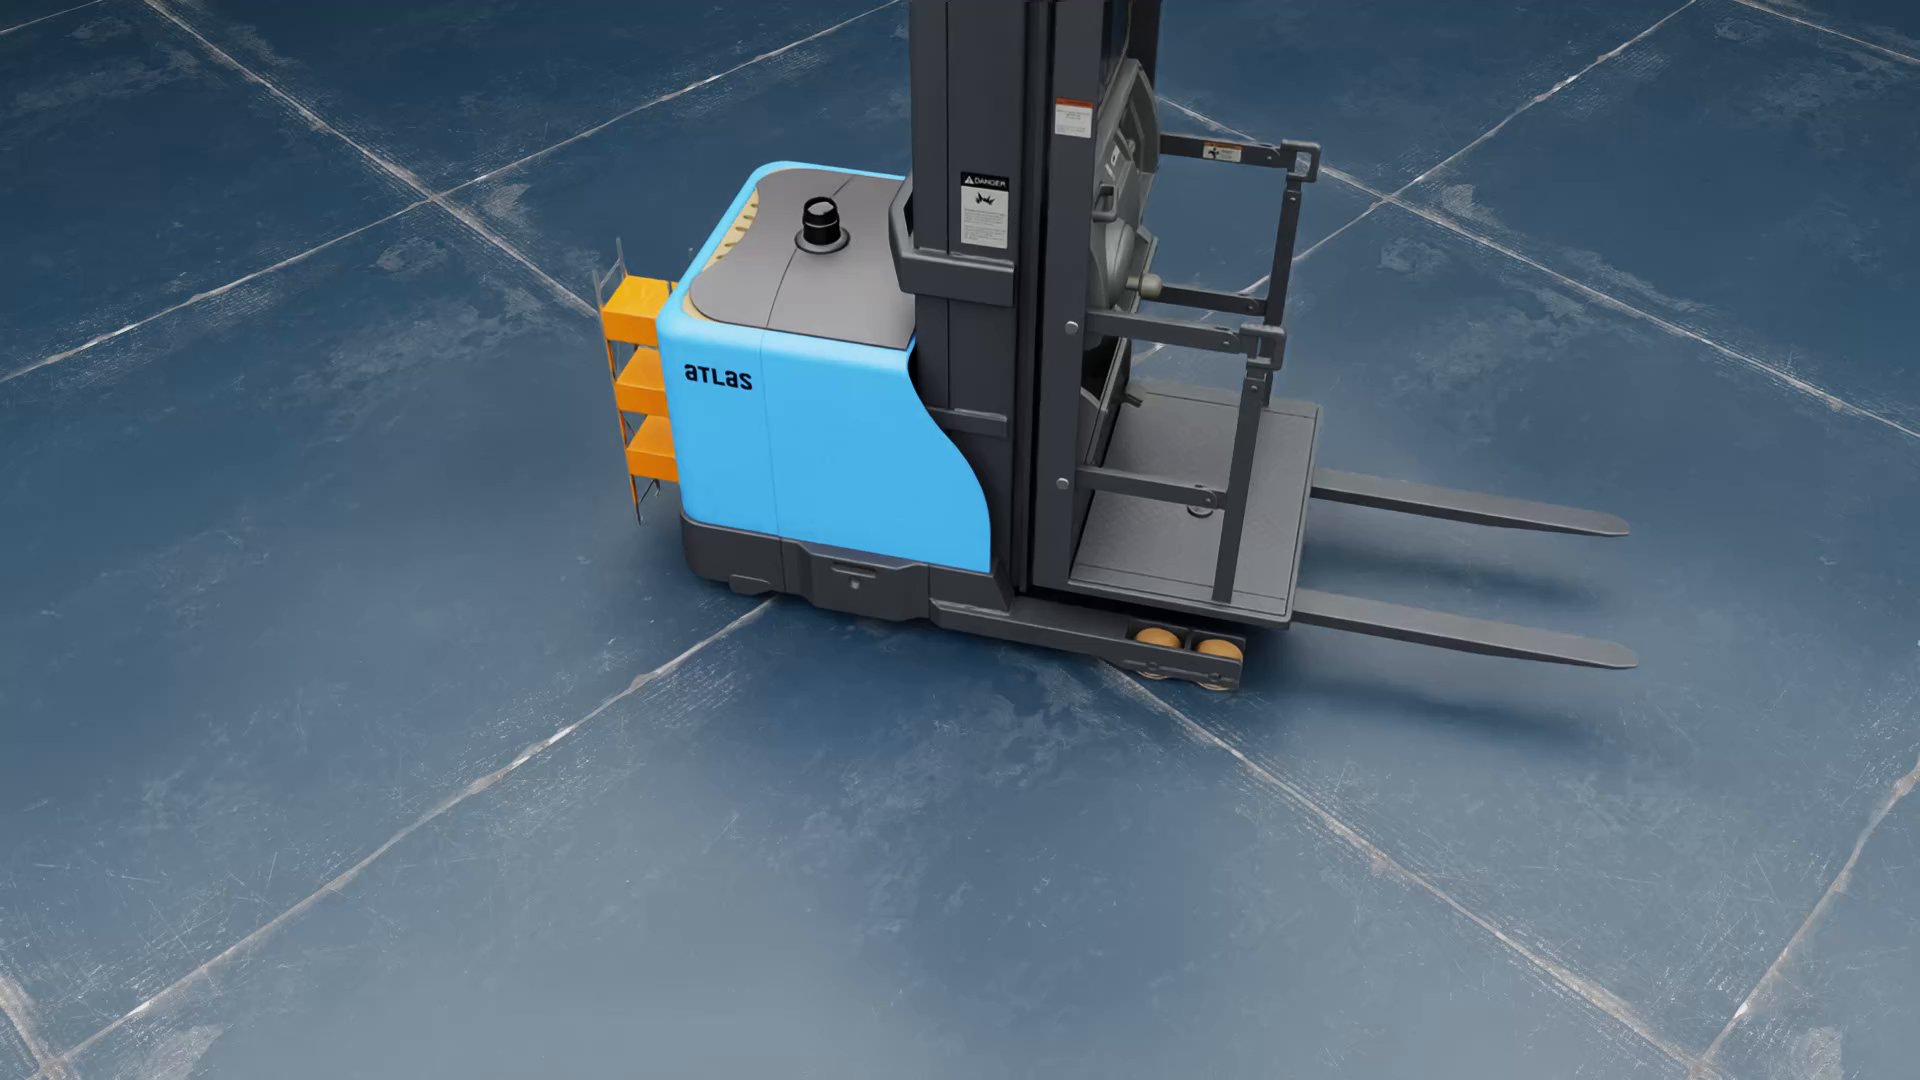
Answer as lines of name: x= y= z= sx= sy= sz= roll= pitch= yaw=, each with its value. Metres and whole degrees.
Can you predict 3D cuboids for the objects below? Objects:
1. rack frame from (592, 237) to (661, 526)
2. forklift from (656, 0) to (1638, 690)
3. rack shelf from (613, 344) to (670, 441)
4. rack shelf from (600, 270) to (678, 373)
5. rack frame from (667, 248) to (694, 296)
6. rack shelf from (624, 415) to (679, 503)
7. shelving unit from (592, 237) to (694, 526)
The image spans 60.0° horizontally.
rack frame: x=-1.098 y=-0.502 z=5.519 sx=0.008 sy=1.050 sz=0.200 roll=10 pitch=44 yaw=10
forklift: x=0.657 y=-1.004 z=4.677 sx=3.031 sy=2.935 sz=1.130 roll=10 pitch=44 yaw=10
rack shelf: x=-0.980 y=-0.473 z=5.504 sx=0.240 sy=0.259 sz=0.215 roll=10 pitch=44 yaw=10
rack shelf: x=-0.980 y=-0.682 z=5.312 sx=0.240 sy=0.259 sz=0.215 roll=10 pitch=44 yaw=10
rack frame: x=-0.862 y=-0.461 z=5.475 sx=0.008 sy=1.050 sz=0.200 roll=10 pitch=44 yaw=10
rack shelf: x=-0.980 y=-0.269 z=5.693 sx=0.240 sy=0.259 sz=0.215 roll=10 pitch=44 yaw=10
shelving unit: x=-0.980 y=-0.481 z=5.497 sx=0.252 sy=1.050 sz=0.215 roll=10 pitch=44 yaw=10
